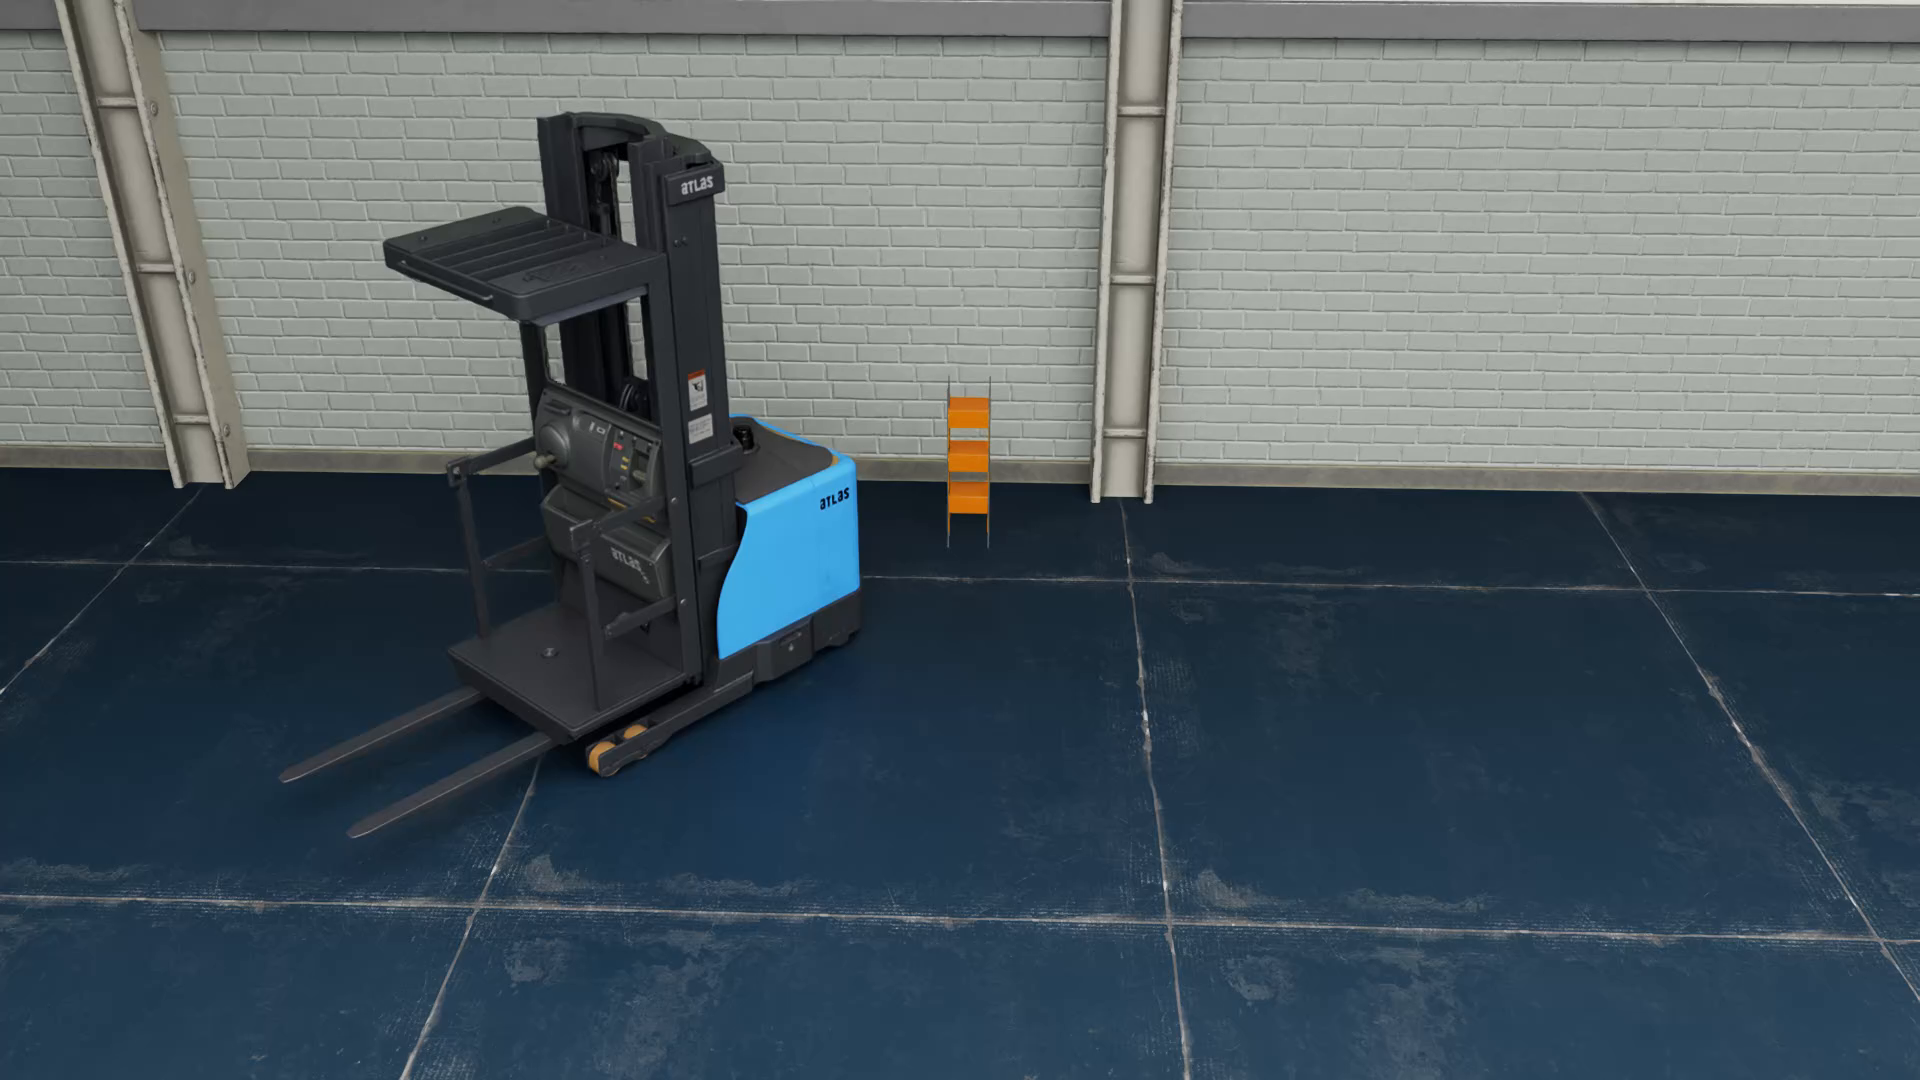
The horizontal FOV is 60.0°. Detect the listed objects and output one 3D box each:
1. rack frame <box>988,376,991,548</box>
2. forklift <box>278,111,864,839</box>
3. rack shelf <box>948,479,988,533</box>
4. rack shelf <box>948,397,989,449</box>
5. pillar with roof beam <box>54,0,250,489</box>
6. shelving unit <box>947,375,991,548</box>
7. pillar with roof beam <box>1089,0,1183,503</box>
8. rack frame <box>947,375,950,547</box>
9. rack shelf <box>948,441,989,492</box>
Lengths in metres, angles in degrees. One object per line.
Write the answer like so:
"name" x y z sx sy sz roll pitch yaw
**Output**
"rack frame" 0.175 -0.461 9.999 0.008 1.050 0.200 1 28 2
"forklift" -1.896 -0.416 7.906 1.130 2.935 3.031 23 36 36
"rack shelf" 0.053 -0.208 10.138 0.240 0.259 0.215 1 28 2
"rack shelf" 0.053 -0.704 9.874 0.240 0.259 0.215 1 28 2
"pillar with roof beam" -5.101 -2.372 5.116 0.400 9.000 9.100 1 28 2
"shelving unit" 0.053 -0.463 10.002 0.252 1.050 0.215 1 28 2
"pillar with roof beam" 0.895 -2.272 4.929 0.400 9.000 9.100 1 28 2
"rack frame" -0.068 -0.465 10.006 0.008 1.050 0.200 1 28 2
"rack shelf" 0.053 -0.454 10.007 0.240 0.259 0.215 1 28 2
